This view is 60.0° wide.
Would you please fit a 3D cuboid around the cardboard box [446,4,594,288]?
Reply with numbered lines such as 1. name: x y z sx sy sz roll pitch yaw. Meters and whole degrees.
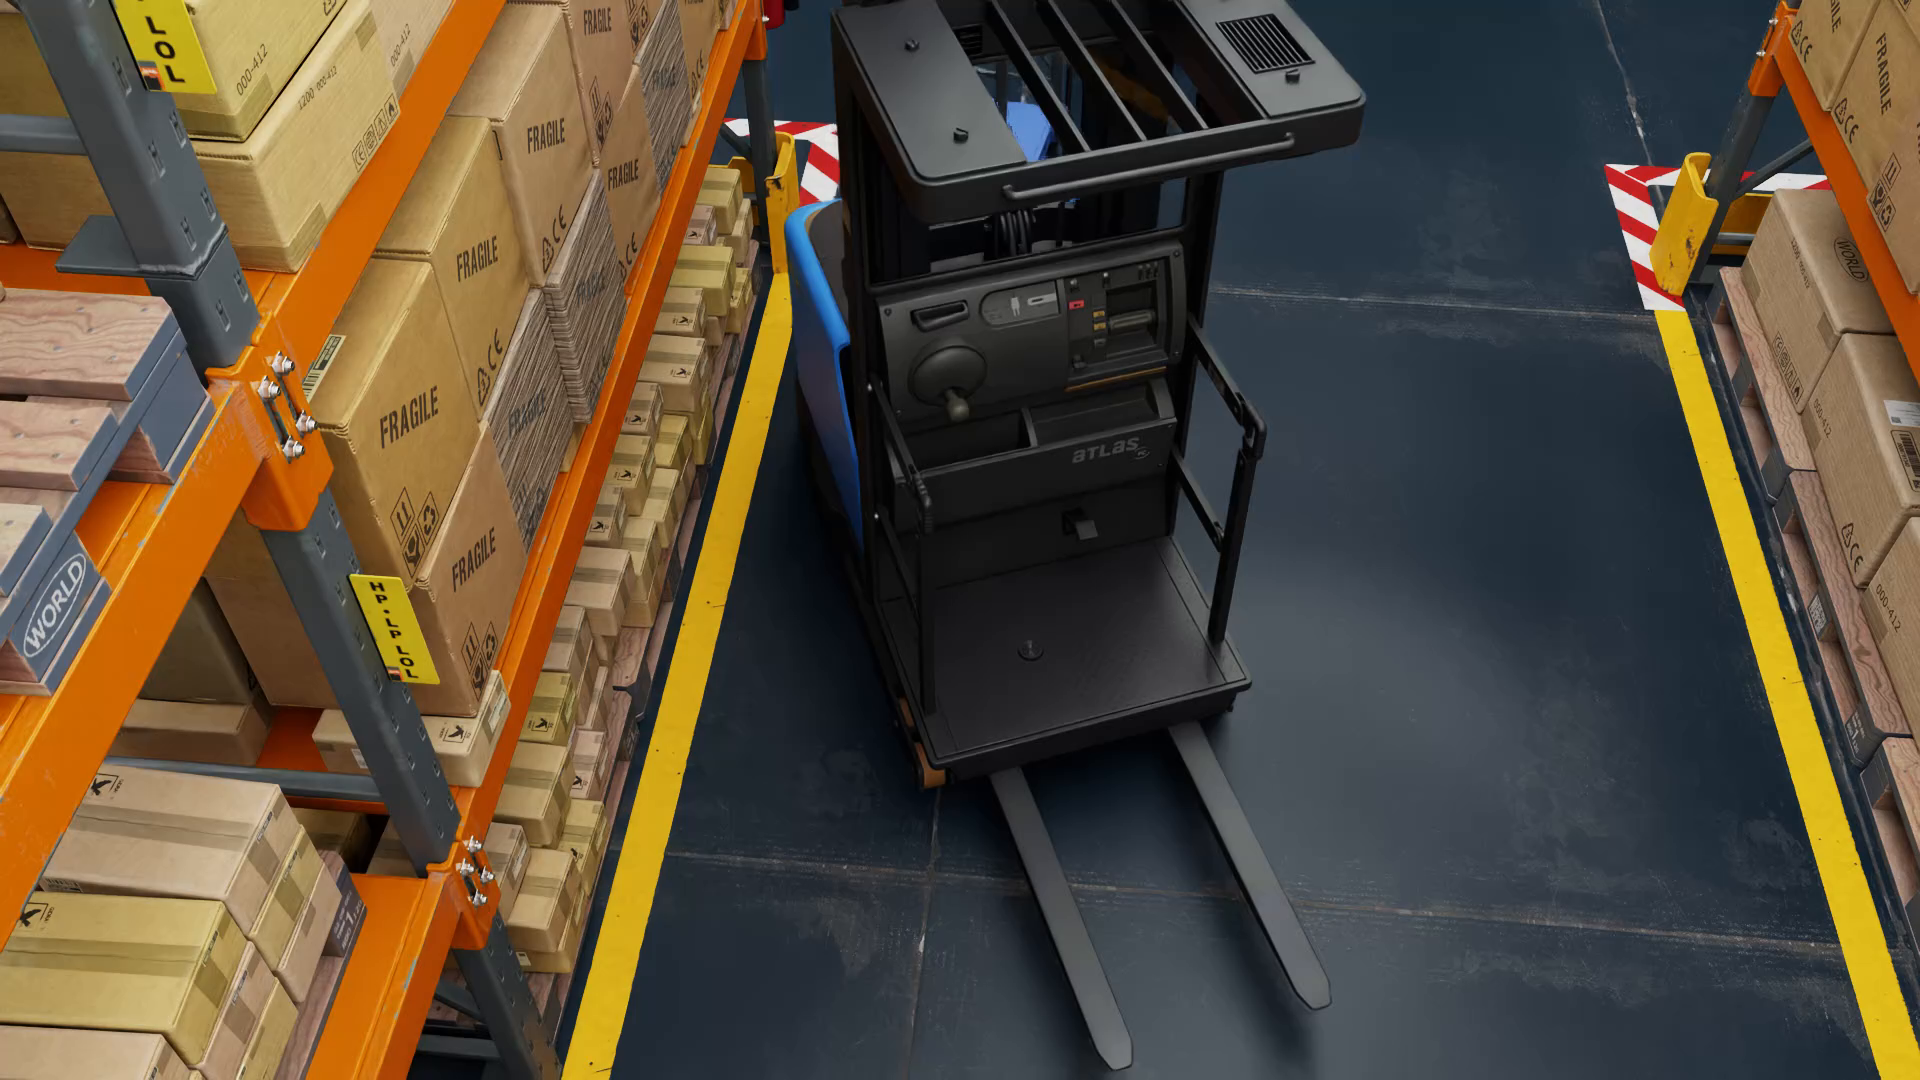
1. cardboard box: -1.269 -1.002 4.186 0.500 0.500 0.500 5 48 4

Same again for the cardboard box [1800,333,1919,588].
1. cardboard box: 3.606 -0.258 5.905 0.875 0.438 0.875 5 48 5

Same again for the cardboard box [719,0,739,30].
1. cardboard box: -1.045 -2.061 6.272 0.380 0.149 0.250 4 48 4

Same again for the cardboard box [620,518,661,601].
1. cardboard box: -1.227 0.057 5.611 0.380 0.149 0.250 4 48 3

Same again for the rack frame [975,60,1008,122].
1. rack frame: -0.078 -1.243 6.371 0.500 1.500 0.032 11 49 10

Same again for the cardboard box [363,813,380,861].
1. cardboard box: -1.937 0.803 4.929 0.380 0.149 0.250 2 48 2

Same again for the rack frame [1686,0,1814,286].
1. rack frame: 3.642 -2.145 6.179 1.000 3.000 0.127 4 48 4

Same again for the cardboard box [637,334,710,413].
1. cardboard box: -1.126 -0.612 6.021 0.380 0.149 0.250 5 48 5

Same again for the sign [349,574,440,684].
1. sign: -1.108 0.179 3.269 0.100 0.325 0.005 4 48 4

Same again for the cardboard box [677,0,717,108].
1. cardboard box: -1.133 -1.813 5.606 0.500 0.500 0.500 3 48 3

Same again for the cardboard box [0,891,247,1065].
1. cardboard box: -1.527 0.783 2.983 0.380 0.149 0.250 3 48 2

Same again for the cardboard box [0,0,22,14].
1. cardboard box: -1.394 -0.927 2.525 0.380 0.149 0.250 3 48 3

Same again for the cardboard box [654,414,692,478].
1. cardboard box: -1.182 -0.326 5.962 0.380 0.149 0.250 6 48 5

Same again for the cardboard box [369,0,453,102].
1. cardboard box: -1.320 -1.118 3.308 0.500 0.250 0.500 3 48 3

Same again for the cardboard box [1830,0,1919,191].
1. cardboard box: 3.294 -1.472 5.496 0.500 0.500 0.500 3 48 3

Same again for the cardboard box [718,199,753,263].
1. cardboard box: -1.061 -1.277 6.831 0.380 0.149 0.250 3 48 2

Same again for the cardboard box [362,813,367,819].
1. cardboard box: -1.904 0.686 4.834 0.380 0.149 0.250 4 48 4

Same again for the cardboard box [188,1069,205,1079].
1. cardboard box: -1.549 1.059 2.932 0.380 0.149 0.250 6 48 5

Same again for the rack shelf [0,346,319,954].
1. rack shelf: -1.844 1.235 1.542 1.077 0.370 4.000 4 48 4

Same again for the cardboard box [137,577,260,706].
1. cardboard box: -1.899 0.027 3.923 0.500 0.500 0.500 4 48 4

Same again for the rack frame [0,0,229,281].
1. rack frame: -1.661 -1.489 1.514 1.000 3.000 0.127 4 48 4

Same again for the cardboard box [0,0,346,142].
1. cardboard box: -1.378 -0.933 2.800 0.500 0.250 0.500 5 48 5

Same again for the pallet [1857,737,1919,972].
1. pallet: 3.425 1.182 5.026 1.003 0.211 1.213 4 48 4

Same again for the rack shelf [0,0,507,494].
1. rack shelf: -1.479 -1.704 4.230 1.077 0.370 4.000 4 48 4

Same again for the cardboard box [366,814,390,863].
1. cardboard box: -1.858 0.859 5.079 0.380 0.149 0.250 5 48 5

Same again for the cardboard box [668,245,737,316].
1. cardboard box: -1.070 -0.999 6.375 0.380 0.149 0.250 3 48 3

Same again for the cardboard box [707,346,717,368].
1. cardboard box: -1.169 -0.799 6.595 0.380 0.149 0.250 4 48 3

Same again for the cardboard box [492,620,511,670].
1. cardboard box: -1.360 0.239 4.169 0.380 0.149 0.250 5 48 5

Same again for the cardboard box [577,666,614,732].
1. cardboard box: -1.340 0.538 5.372 0.380 0.149 0.250 3 48 3

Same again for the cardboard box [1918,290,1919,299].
1. cardboard box: 3.201 -0.730 4.817 0.500 0.500 0.500 5 48 5

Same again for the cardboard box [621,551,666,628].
1. cardboard box: -1.230 0.154 5.724 0.380 0.149 0.250 3 48 2

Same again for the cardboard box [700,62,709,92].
1. cardboard box: -1.113 -1.695 5.938 0.380 0.149 0.250 3 48 3

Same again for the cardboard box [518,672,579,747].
1. cardboard box: -1.365 0.528 4.978 0.380 0.149 0.250 3 48 3

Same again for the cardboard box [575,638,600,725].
1. cardboard box: -1.362 0.439 5.262 0.380 0.149 0.250 2 48 2

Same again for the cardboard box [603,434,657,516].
1. cardboard box: -1.256 -0.231 5.673 0.380 0.149 0.250 4 48 4

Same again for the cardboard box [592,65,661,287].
1. cardboard box: -1.226 -1.074 4.930 0.500 0.500 0.500 6 48 5

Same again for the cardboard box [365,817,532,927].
1. cardboard box: -1.424 0.916 4.624 0.380 0.149 0.250 6 48 5

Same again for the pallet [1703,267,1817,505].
1. pallet: 3.647 -0.611 6.666 1.003 0.211 1.213 4 48 4

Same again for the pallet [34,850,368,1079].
1. pallet: -1.876 1.152 3.294 1.003 0.211 1.213 4 48 4

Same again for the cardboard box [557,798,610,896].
1. cardboard box: -1.284 0.914 5.028 0.380 0.149 0.250 5 48 5

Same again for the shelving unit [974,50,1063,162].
1. shelving unit: 0.052 -1.606 6.703 0.538 1.500 1.048 11 49 10

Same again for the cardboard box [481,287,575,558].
1. cardboard box: -1.327 -0.310 4.231 0.500 0.500 0.500 4 48 4

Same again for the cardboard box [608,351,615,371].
1. cardboard box: -1.238 -0.537 4.879 0.380 0.149 0.250 6 48 5

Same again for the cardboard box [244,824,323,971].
1. cardboard box: -1.501 0.684 3.276 0.380 0.149 0.250 5 48 5

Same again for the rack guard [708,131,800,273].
1. rack guard: -1.304 -1.505 7.287 1.175 0.500 0.348 4 48 4

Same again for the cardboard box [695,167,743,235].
1. cardboard box: -1.093 -1.378 6.722 0.380 0.149 0.250 4 48 4

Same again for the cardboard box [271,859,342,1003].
1. cardboard box: -1.500 0.784 3.386 0.380 0.149 0.250 3 48 3

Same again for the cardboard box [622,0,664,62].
1. cardboard box: -1.175 -1.768 4.887 0.500 0.500 0.500 6 48 5

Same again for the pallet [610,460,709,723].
1. pallet: -1.527 0.082 6.032 1.003 0.211 1.213 4 48 4

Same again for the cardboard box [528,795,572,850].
1. cardboard box: -1.376 0.819 4.914 0.380 0.149 0.250 4 48 4

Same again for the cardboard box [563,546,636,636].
1. cardboard box: -1.260 0.153 5.321 0.380 0.149 0.250 5 48 4

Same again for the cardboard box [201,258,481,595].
1. cardboard box: -1.377 -0.251 3.500 0.500 0.500 0.500 5 48 4

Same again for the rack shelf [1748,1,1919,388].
1. rack shelf: 3.460 -0.433 5.101 1.077 0.370 4.000 4 48 4

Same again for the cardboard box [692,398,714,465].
1. cardboard box: -1.140 -0.425 6.253 0.380 0.149 0.250 2 48 2

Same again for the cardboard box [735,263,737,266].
1. cardboard box: -1.137 -1.183 6.946 0.380 0.149 0.250 5 48 4

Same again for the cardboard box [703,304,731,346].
1. cardboard box: -1.106 -0.895 6.482 0.380 0.149 0.250 2 48 2

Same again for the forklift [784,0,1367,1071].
1. forklift: 0.289 -0.507 4.728 1.130 2.935 3.031 -13 49 -12
